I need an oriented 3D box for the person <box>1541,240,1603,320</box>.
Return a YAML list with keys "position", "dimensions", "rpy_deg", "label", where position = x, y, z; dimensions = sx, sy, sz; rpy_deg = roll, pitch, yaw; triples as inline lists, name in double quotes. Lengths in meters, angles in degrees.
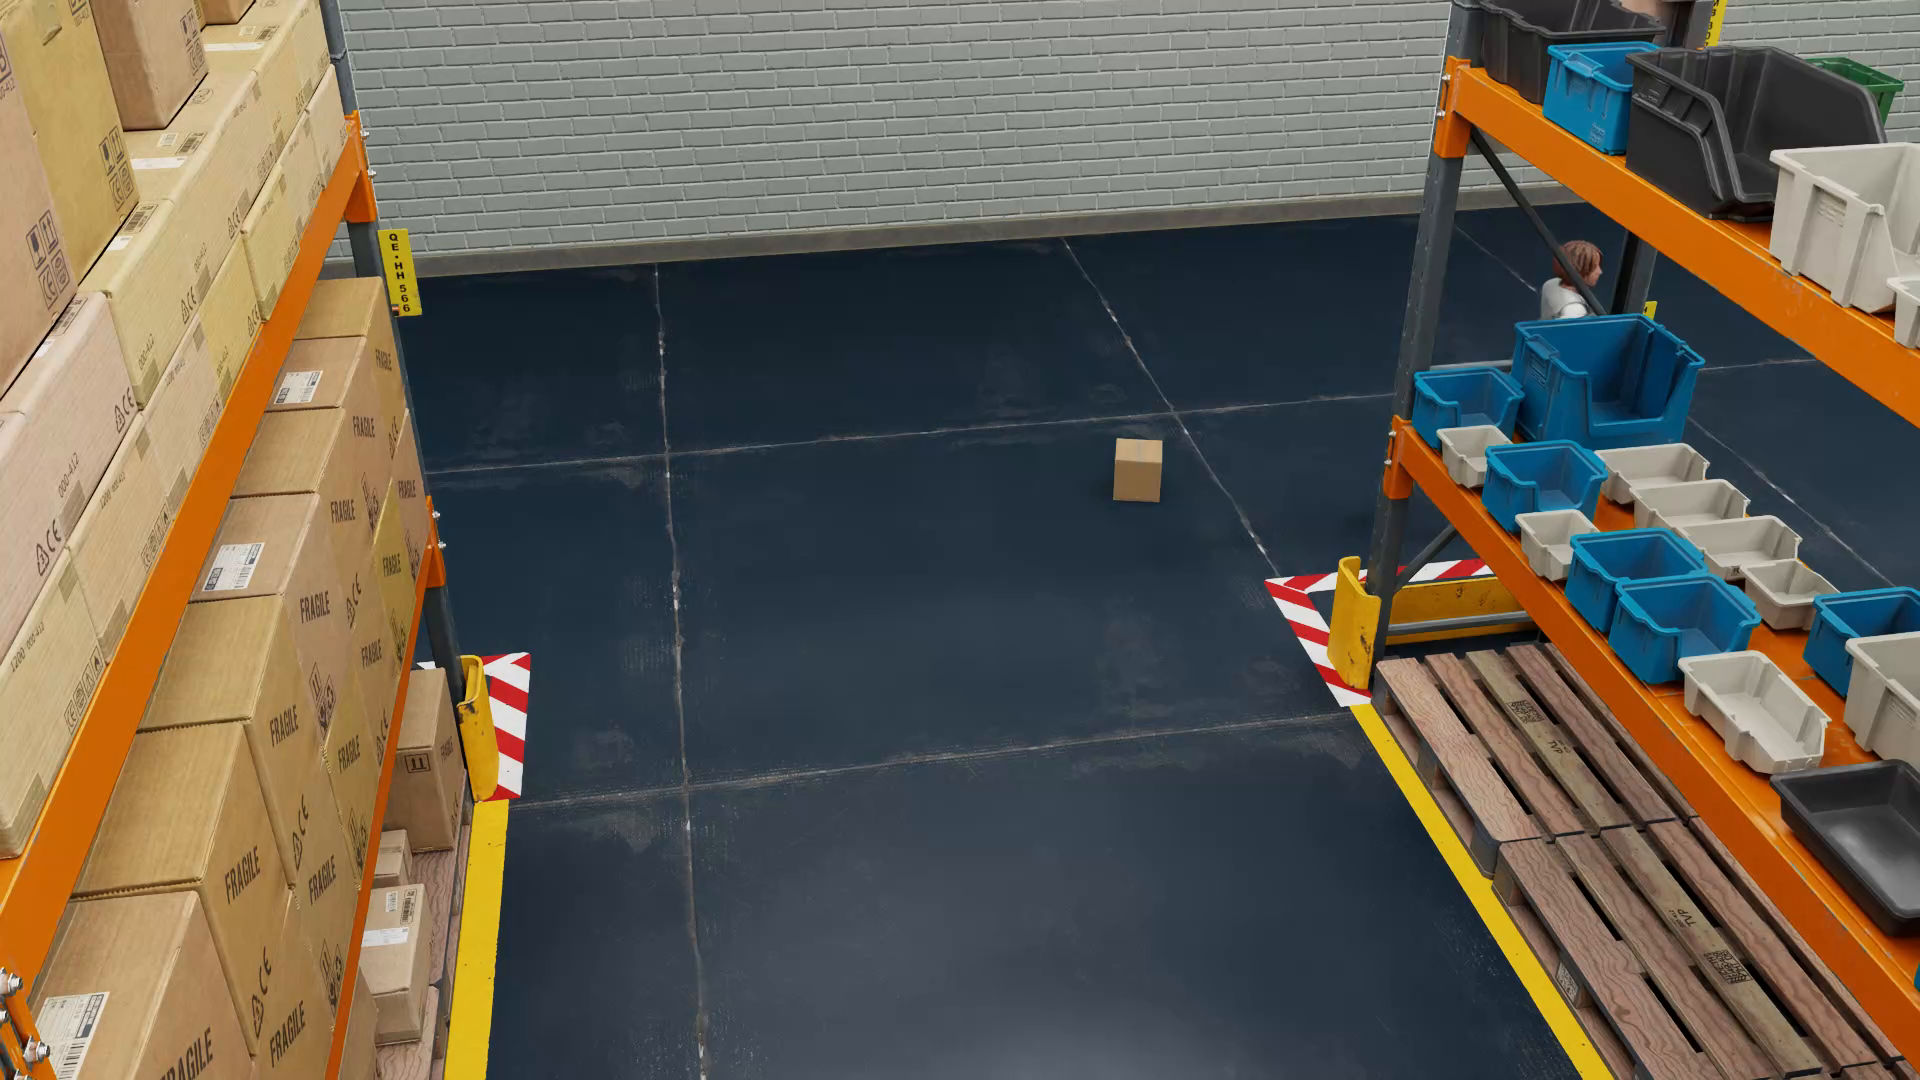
- position: [3.013, -0.746, 8.336]
  dimensions: [0.434, 1.602, 0.454]
  rpy_deg: [3, 31, 5]
  label: "person"
